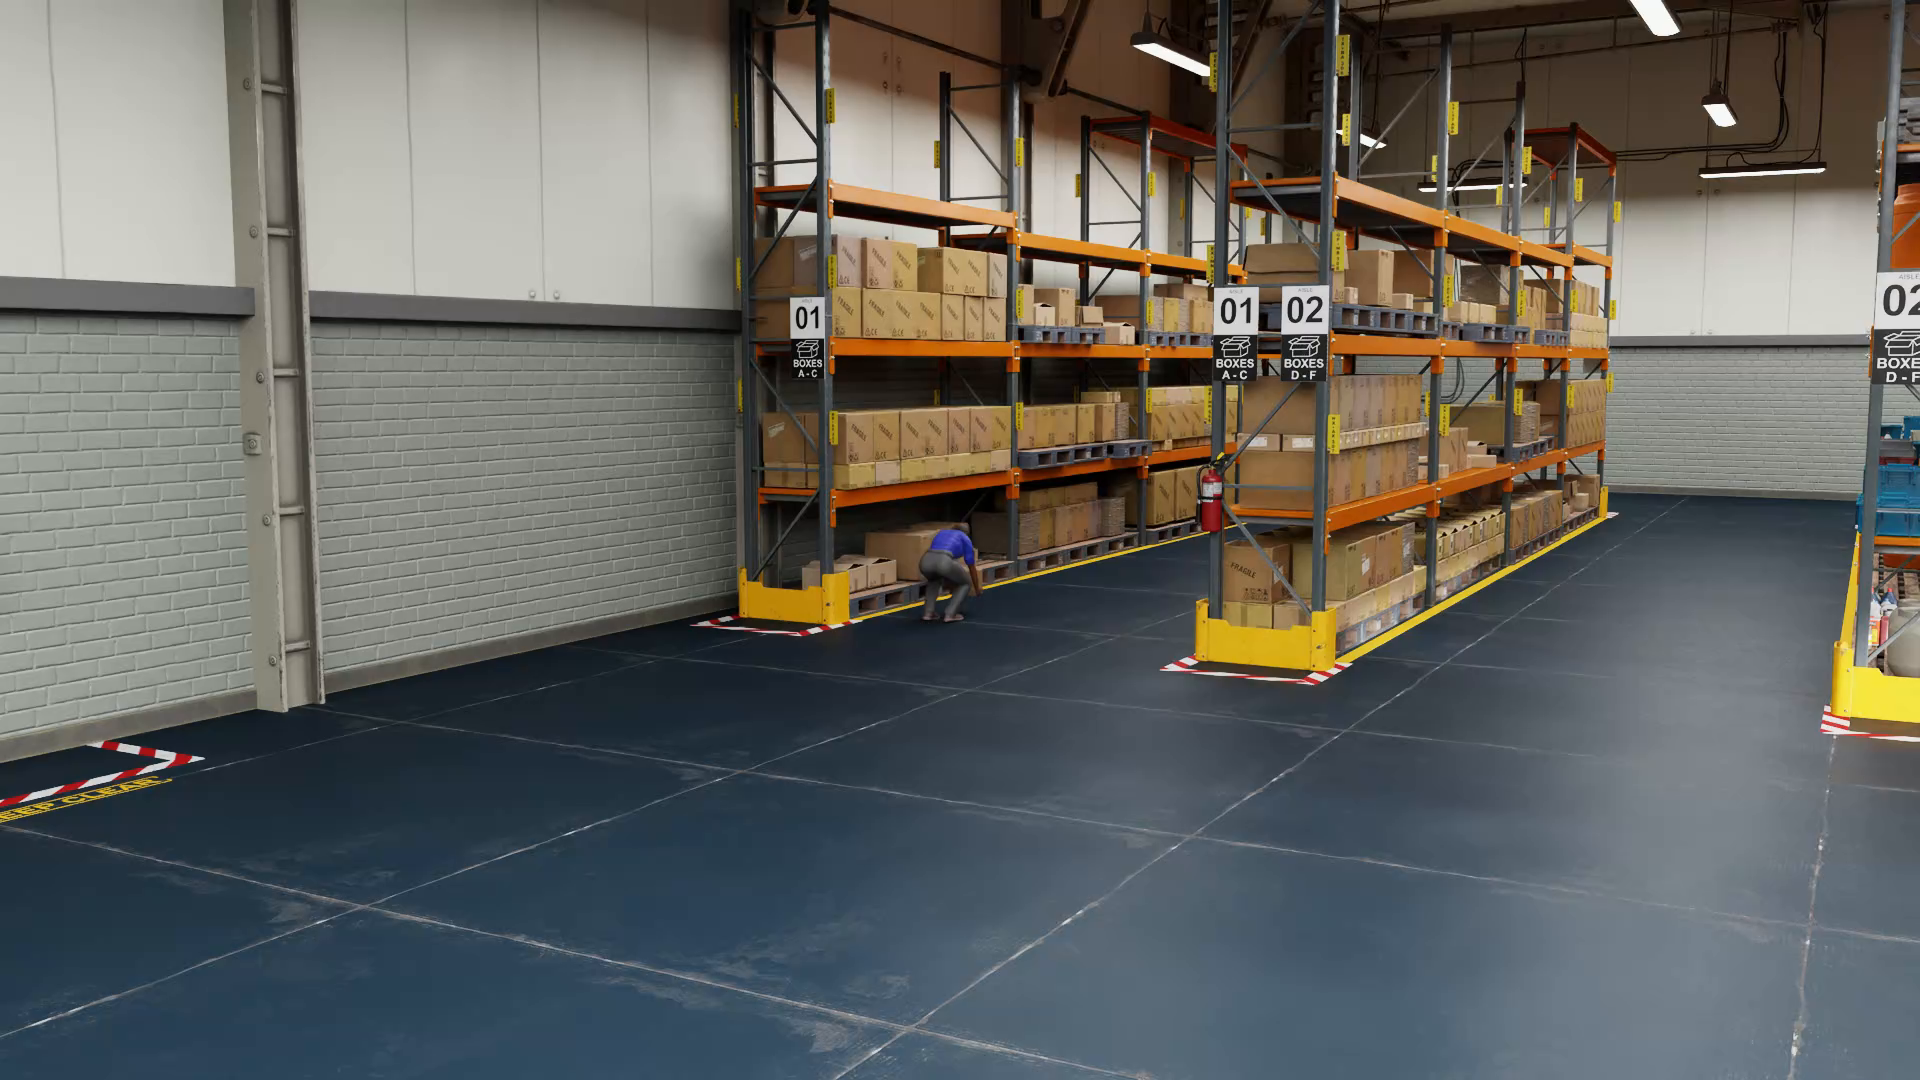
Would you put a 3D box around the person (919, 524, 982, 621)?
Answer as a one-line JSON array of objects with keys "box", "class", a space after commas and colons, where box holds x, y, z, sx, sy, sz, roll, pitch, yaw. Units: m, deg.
[{"box": [-0.106, 0.336, 16.751, 0.472, 0.921, 0.870, 3, 7, 26], "class": "person"}]
